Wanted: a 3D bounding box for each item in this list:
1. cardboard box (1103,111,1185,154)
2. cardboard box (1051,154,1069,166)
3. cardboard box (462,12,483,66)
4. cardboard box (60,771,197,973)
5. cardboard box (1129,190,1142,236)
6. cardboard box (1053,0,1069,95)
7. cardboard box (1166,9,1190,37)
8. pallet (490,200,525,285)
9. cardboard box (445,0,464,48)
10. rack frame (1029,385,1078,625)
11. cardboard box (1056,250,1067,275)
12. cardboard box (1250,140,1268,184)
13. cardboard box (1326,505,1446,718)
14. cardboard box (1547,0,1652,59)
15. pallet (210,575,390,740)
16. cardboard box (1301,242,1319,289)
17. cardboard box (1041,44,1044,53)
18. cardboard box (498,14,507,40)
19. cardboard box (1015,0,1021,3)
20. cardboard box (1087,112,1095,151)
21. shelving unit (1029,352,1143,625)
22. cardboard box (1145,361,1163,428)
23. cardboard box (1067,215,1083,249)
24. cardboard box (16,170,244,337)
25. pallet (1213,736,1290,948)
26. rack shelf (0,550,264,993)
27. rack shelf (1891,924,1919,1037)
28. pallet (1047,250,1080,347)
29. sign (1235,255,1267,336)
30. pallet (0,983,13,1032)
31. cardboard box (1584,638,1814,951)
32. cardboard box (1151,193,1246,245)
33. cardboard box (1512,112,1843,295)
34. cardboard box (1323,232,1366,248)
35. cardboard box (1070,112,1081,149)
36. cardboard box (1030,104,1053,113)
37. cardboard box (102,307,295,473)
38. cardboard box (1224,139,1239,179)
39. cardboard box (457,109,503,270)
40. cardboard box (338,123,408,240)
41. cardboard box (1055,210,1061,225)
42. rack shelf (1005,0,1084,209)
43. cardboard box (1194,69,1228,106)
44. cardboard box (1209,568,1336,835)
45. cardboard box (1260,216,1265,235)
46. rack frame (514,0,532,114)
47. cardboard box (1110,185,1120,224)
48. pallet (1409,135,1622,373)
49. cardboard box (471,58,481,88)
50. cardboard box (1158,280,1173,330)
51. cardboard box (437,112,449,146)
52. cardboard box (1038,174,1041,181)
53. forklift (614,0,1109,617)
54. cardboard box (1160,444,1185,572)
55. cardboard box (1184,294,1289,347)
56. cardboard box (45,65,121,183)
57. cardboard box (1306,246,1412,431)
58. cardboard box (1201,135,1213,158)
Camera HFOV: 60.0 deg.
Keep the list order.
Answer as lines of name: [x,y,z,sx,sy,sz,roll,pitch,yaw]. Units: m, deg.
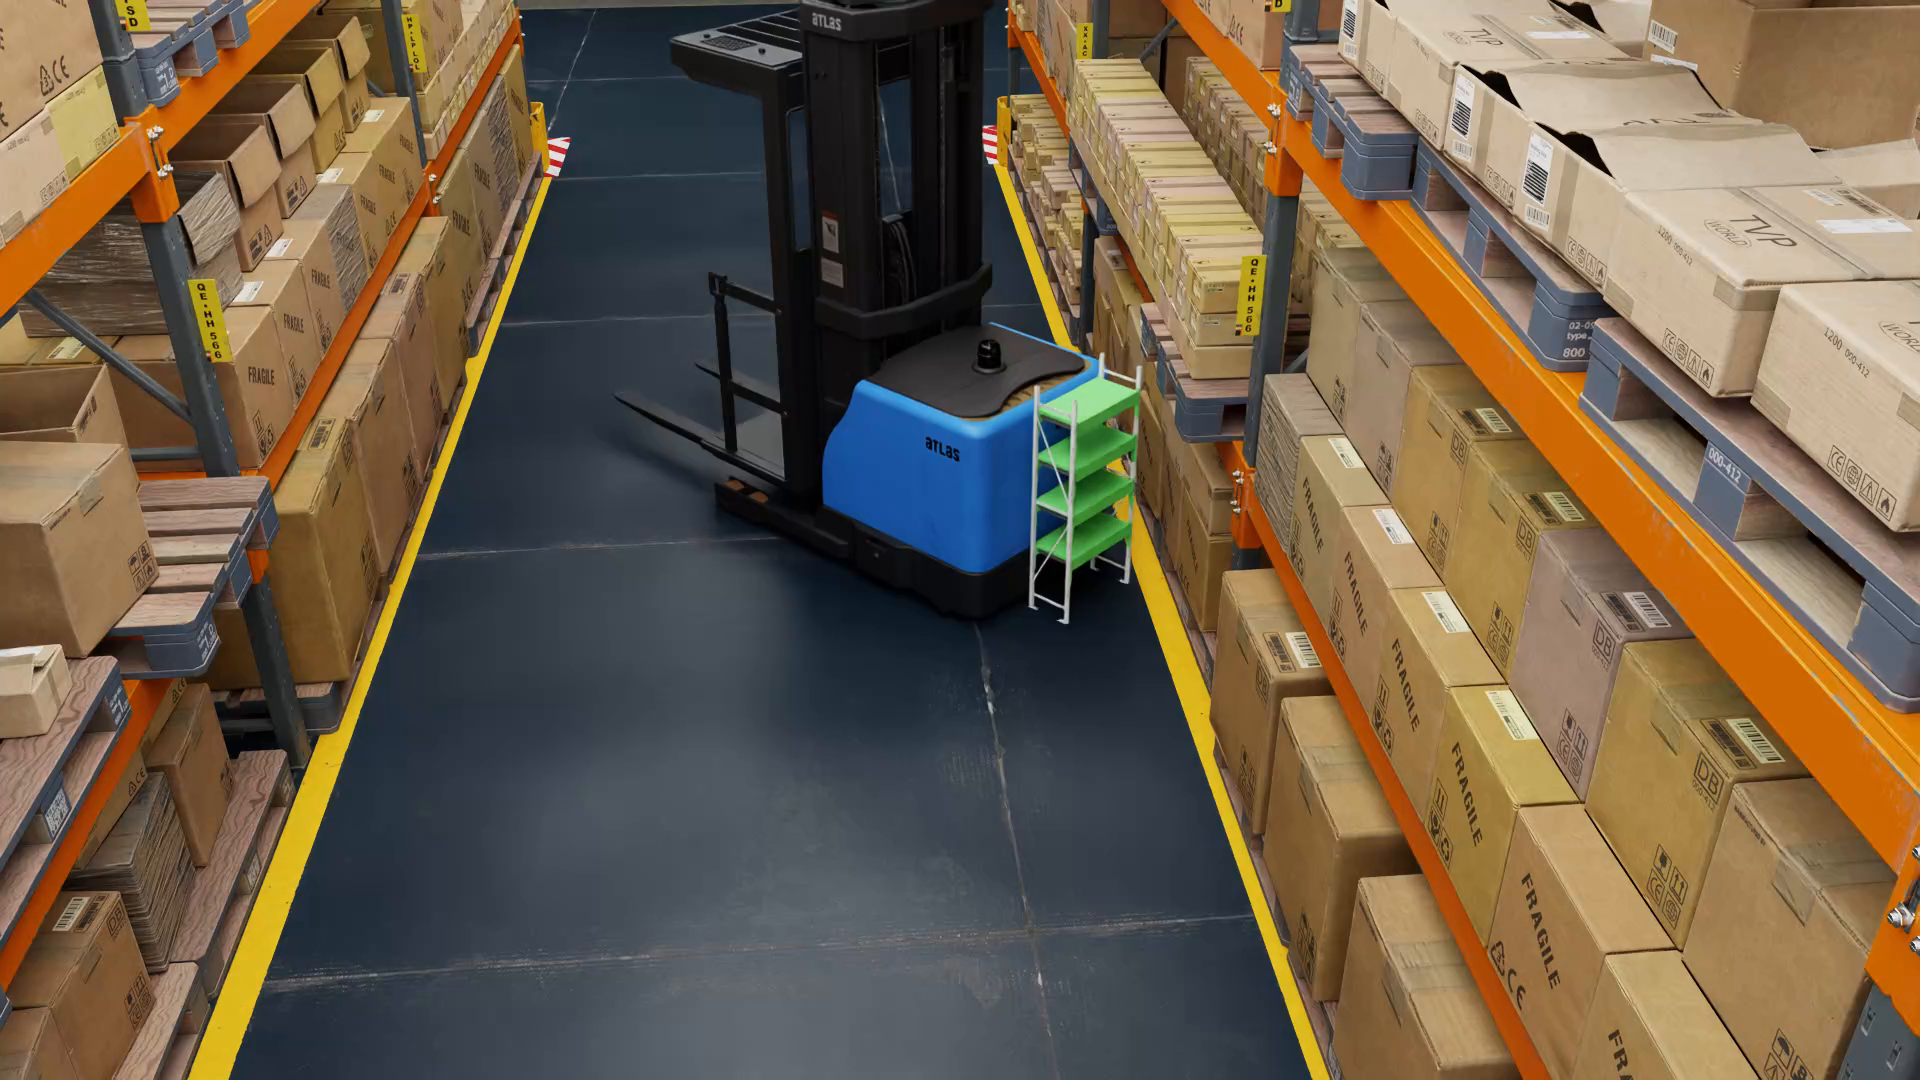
cardboard box: [0.952,-2.112,8.616,0.380,0.149,0.250,-3,31,-5]
cardboard box: [0.873,-2.714,12.159,0.380,0.149,0.250,-3,31,-4]
cardboard box: [-3.590,-3.439,11.438,0.500,0.250,0.500,-3,31,-4]
cardboard box: [-3.152,1.198,5.829,0.700,0.500,0.500,-5,31,-9]
cardboard box: [1.026,-1.586,8.025,0.380,0.149,0.250,-2,31,-3]
cardboard box: [0.901,-3.208,10.808,0.500,0.500,0.500,-4,31,-6]
cardboard box: [1.475,-3.381,10.122,0.500,0.500,0.500,-2,31,-3]
pallet: [-3.783,-2.172,12.180,1.003,0.211,1.213,-3,31,-5]
cardboard box: [-3.555,-3.512,10.829,0.500,0.500,0.500,-4,31,-6]
rack frame: [0.434,-0.147,7.826,0.240,1.200,0.015,25,39,35]
cardboard box: [0.869,-1.947,11.456,0.380,0.149,0.250,-4,31,-6]
cardboard box: [1.654,-1.868,8.208,0.380,0.149,0.250,-3,31,-5]
cardboard box: [1.519,0.220,5.360,0.500,0.500,0.500,-3,31,-5]
cardboard box: [2.045,-1.450,4.907,0.500,0.311,0.500,-3,31,-5]
pallet: [-3.298,0.481,7.740,1.003,0.211,1.213,-3,31,-5]
cardboard box: [1.748,-1.228,7.425,0.380,0.149,0.250,-4,31,-6]
cardboard box: [0.798,-3.631,12.149,0.380,0.149,0.250,-3,31,-6]
cardboard box: [-3.637,-3.859,12.531,0.380,0.149,0.250,-3,31,-4]
cardboard box: [0.668,-4.509,12.986,0.500,0.500,0.500,-1,31,-2]
cardboard box: [0.904,-2.252,9.140,0.380,0.149,0.250,-2,31,-3]
shelving unit: [0.596,-0.240,7.982,0.258,1.200,0.503,25,39,35]
cardboard box: [1.234,-0.780,8.427,0.500,0.250,0.500,-2,31,-3]
cardboard box: [0.919,-2.048,11.044,0.380,0.149,0.250,-2,31,-4]
cardboard box: [-3.351,-1.158,6.688,0.797,0.503,0.637,-2,31,-3]
pallet: [1.647,1.107,6.691,1.003,0.211,1.213,-3,31,-5]
rack shelf: [-3.112,1.019,4.820,1.077,0.370,4.000,-3,31,-5]
rack shelf: [2.209,1.588,0.943,1.077,0.370,4.000,-3,31,-5]
pallet: [1.177,-1.683,11.361,1.003,0.211,1.213,-3,31,-5]
sign: [1.109,-0.929,6.328,0.100,0.325,0.005,-3,31,-5]
pallet: [-2.852,1.417,3.640,1.003,0.211,1.213,-3,31,-5]
cardboard box: [1.920,0.558,3.818,0.700,0.500,0.500,-3,31,-5]
cardboard box: [1.072,-1.451,7.509,0.380,0.149,0.250,-2,31,-3]
cardboard box: [1.639,-0.811,3.838,0.500,0.311,0.500,-4,31,-6]
cardboard box: [1.770,-1.207,7.100,0.380,0.149,0.250,-4,31,-6]
cardboard box: [0.854,-2.388,9.658,0.380,0.149,0.250,-4,31,-7]
cardboard box: [0.757,-3.374,13.264,0.380,0.149,0.250,-2,31,-4]
cardboard box: [-3.074,-0.615,6.756,0.500,0.500,0.500,-2,31,-3]
cardboard box: [1.608,-2.012,8.738,0.380,0.149,0.250,-4,31,-7]
cardboard box: [-3.739,-2.421,11.541,0.875,0.875,0.875,-3,31,-5]
cardboard box: [-3.318,-1.917,8.937,0.500,0.500,0.500,-2,31,-3]
cardboard box: [0.880,-2.304,11.762,0.380,0.149,0.250,-2,31,-3]
rack shelf: [1.088,-3.251,11.969,1.077,0.370,4.000,-3,31,-5]
cardboard box: [1.533,-2.534,9.322,0.380,0.149,0.250,-4,31,-6]
cardboard box: [1.616,0.604,6.598,1.050,0.750,0.750,-3,31,-5]
cardboard box: [1.682,-1.484,8.145,0.380,0.149,0.250,-2,31,-4]
rack frame: [-4.047,-4.395,13.183,1.000,3.000,0.127,-3,31,-5]
cardboard box: [0.981,-1.722,8.543,0.380,0.149,0.250,-3,31,-5]
pallet: [1.869,-0.806,4.434,1.003,0.211,1.213,-1,31,-2]
cardboard box: [-3.517,-3.208,11.440,0.380,0.149,0.250,-4,31,-6]
cardboard box: [1.099,-1.057,7.430,0.380,0.149,0.250,-2,31,-4]
cardboard box: [-3.394,-2.546,10.332,0.380,0.149,0.250,-4,31,-6]
cardboard box: [0.801,-2.737,12.777,0.380,0.149,0.250,-3,31,-4]
forklift: [-0.686,-1.525,8.444,3.031,2.935,1.130,25,39,35]
cardboard box: [1.282,-0.192,8.175,0.500,0.500,0.500,-2,31,-3]
cardboard box: [1.149,-0.927,6.922,0.380,0.149,0.250,-2,31,-4]
cardboard box: [-3.011,-1.303,5.227,0.500,0.250,0.500,-3,31,-4]
cardboard box: [1.680,-0.739,5.990,0.700,0.500,0.500,-3,31,-5]
cardboard box: [1.555,-2.158,9.273,0.380,0.149,0.250,-3,31,-5]
